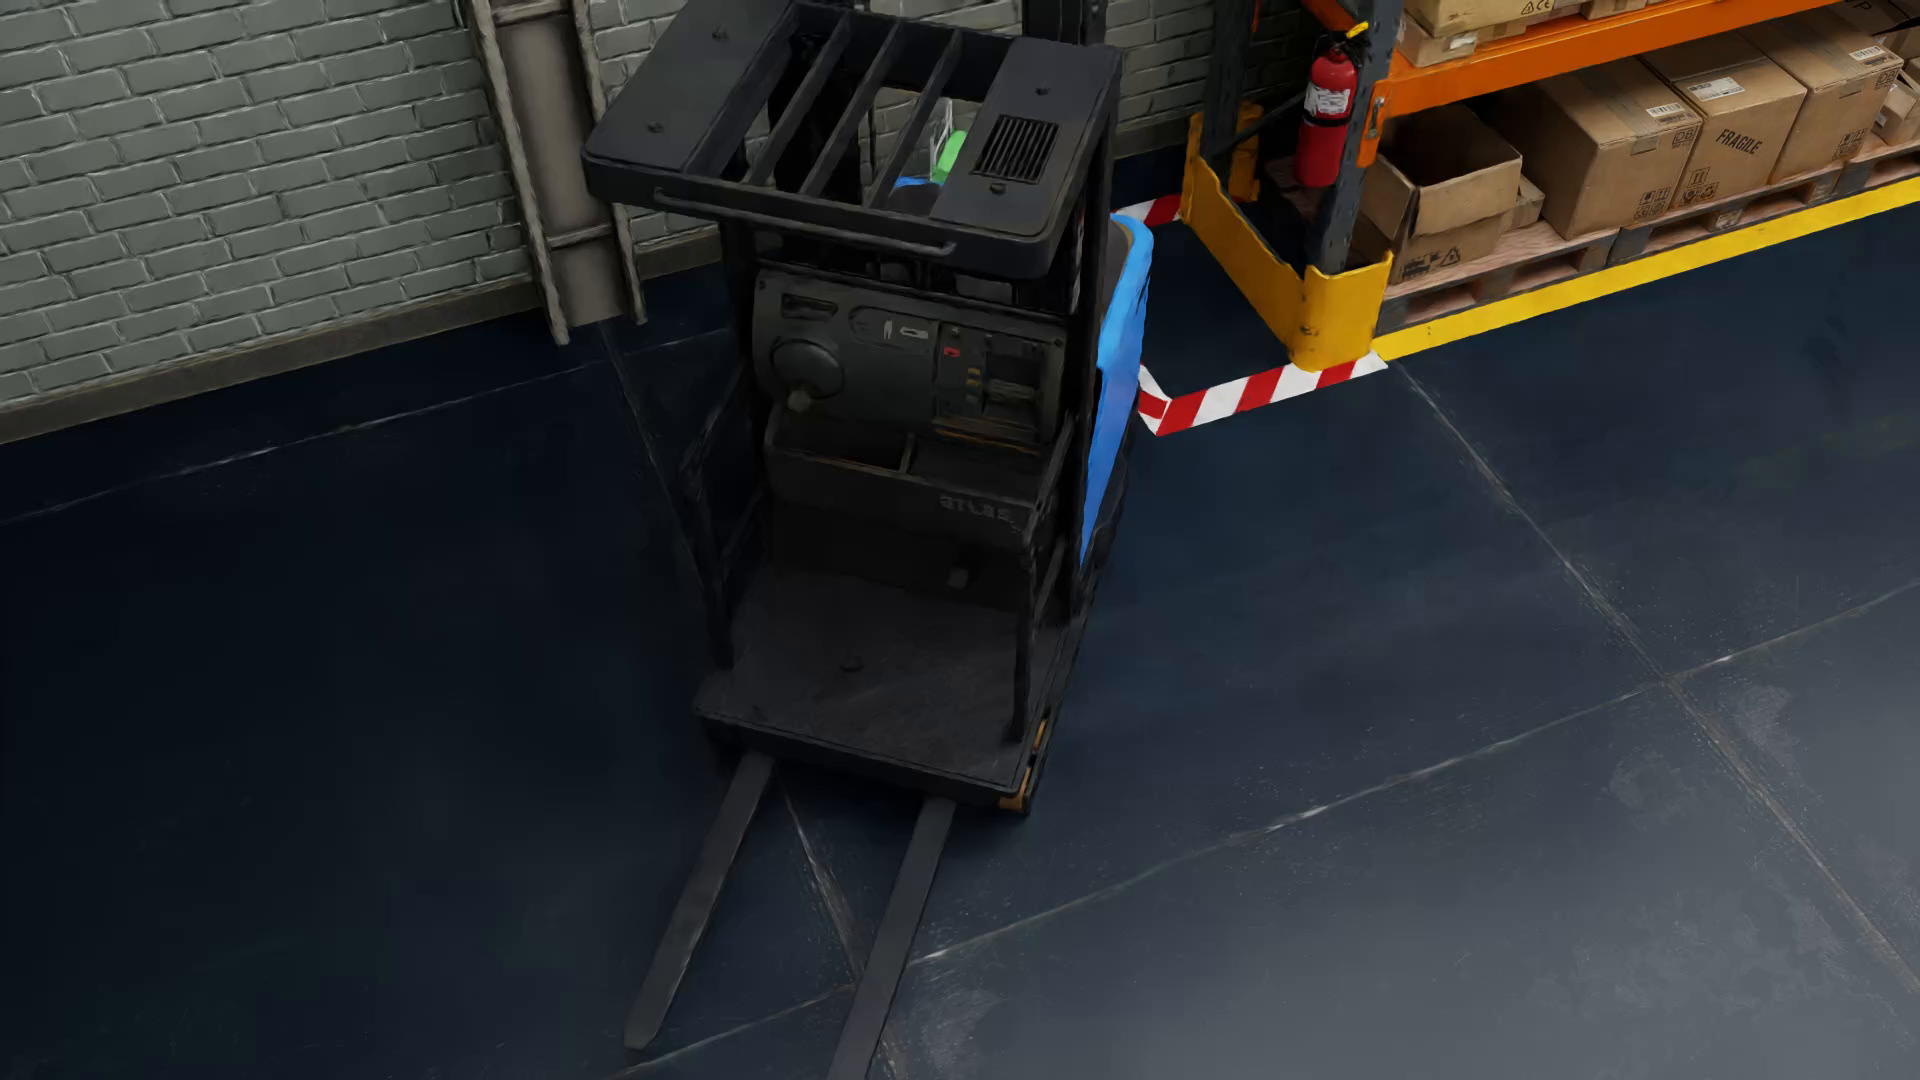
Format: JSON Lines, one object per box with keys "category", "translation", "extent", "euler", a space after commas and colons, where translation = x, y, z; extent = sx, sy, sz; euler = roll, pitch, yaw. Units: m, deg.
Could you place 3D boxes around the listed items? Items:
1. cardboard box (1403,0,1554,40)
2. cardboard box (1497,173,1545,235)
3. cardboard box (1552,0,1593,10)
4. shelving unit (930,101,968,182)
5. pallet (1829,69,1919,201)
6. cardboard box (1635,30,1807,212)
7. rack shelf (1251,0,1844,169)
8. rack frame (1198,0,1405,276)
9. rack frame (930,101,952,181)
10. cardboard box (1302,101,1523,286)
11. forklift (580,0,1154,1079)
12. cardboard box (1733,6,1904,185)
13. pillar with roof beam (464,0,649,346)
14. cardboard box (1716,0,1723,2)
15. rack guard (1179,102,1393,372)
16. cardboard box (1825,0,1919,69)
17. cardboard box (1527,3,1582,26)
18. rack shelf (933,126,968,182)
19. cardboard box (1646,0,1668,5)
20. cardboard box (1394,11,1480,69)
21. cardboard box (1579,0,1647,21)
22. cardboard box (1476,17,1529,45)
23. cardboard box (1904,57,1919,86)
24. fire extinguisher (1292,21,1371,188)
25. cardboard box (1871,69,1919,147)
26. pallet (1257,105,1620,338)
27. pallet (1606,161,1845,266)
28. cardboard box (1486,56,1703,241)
{"category": "cardboard box", "translation": [1.800, -2.080, 5.962], "extent": [0.500, 0.250, 0.500], "euler": [-17, 51, -14]}
{"category": "cardboard box", "translation": [2.288, -1.502, 7.165], "extent": [0.250, 0.149, 0.380], "euler": [-19, 52, -16]}
{"category": "cardboard box", "translation": [2.266, -2.225, 6.086], "extent": [0.500, 0.250, 0.500], "euler": [-17, 51, -14]}
{"category": "shelving unit", "translation": [0.167, -1.066, 6.374], "extent": [0.503, 1.200, 0.258], "euler": [12, 50, 10]}
{"category": "pallet", "translation": [4.345, -2.133, 7.943], "extent": [1.213, 0.211, 1.003], "euler": [-17, 52, -14]}
{"category": "cardboard box", "translation": [3.213, -1.821, 7.208], "extent": [0.500, 0.500, 0.500], "euler": [-16, 51, -14]}
{"category": "rack shelf", "translation": [3.129, -2.430, 6.834], "extent": [4.000, 0.370, 1.077], "euler": [-17, 52, -14]}
{"category": "rack frame", "translation": [1.278, -2.091, 6.068], "extent": [0.127, 3.000, 1.000], "euler": [-17, 52, -14]}
{"category": "rack frame", "translation": [-0.068, -1.116, 6.418], "extent": [0.015, 1.200, 0.240], "euler": [12, 50, 10]}
{"category": "cardboard box", "translation": [1.880, -1.523, 6.950], "extent": [0.637, 0.503, 0.797], "euler": [-19, 52, -16]}
{"category": "forklift", "translation": [-0.213, -0.403, 4.664], "extent": [1.130, 2.935, 3.031], "euler": [13, 51, 11]}
{"category": "cardboard box", "translation": [3.647, -2.038, 7.394], "extent": [0.500, 0.500, 0.700], "euler": [-19, 52, -16]}
{"category": "pillar with roof beam", "translation": [0.069, -0.881, 1.075], "extent": [0.400, 9.000, 9.100], "euler": [-17, 52, -14]}
{"category": "cardboard box", "translation": [2.897, -2.245, 6.367], "extent": [0.250, 0.149, 0.380], "euler": [-19, 52, -15]}
{"category": "rack guard", "translation": [1.348, -1.298, 7.035], "extent": [0.348, 0.500, 1.175], "euler": [-17, 52, -14]}
{"category": "cardboard box", "translation": [4.280, -2.475, 7.894], "extent": [0.500, 0.311, 0.500], "euler": [-16, 51, -13]}
{"category": "cardboard box", "translation": [2.134, -2.116, 6.255], "extent": [0.250, 0.149, 0.380], "euler": [-18, 52, -15]}
{"category": "rack shelf", "translation": [0.167, -1.337, 6.059], "extent": [0.480, 0.148, 0.258], "euler": [12, 50, 10]}
{"category": "cardboard box", "translation": [2.635, -2.225, 6.350], "extent": [0.250, 0.149, 0.380], "euler": [-16, 51, -14]}
{"category": "cardboard box", "translation": [1.686, -1.911, 6.079], "extent": [0.250, 0.149, 0.380], "euler": [-18, 52, -15]}
{"category": "cardboard box", "translation": [2.391, -2.145, 6.281], "extent": [0.250, 0.149, 0.380], "euler": [-16, 51, -13]}
{"category": "cardboard box", "translation": [1.904, -2.016, 6.170], "extent": [0.250, 0.149, 0.380], "euler": [-16, 51, -13]}
{"category": "cardboard box", "translation": [4.576, -2.080, 7.662], "extent": [0.250, 0.149, 0.380], "euler": [-19, 52, -15]}
{"category": "fire extinguisher", "translation": [1.316, -1.577, 5.924], "extent": [0.183, 0.674, 0.296], "euler": [-17, 52, -14]}
{"category": "cardboard box", "translation": [4.246, -2.016, 7.529], "extent": [0.258, 0.266, 0.396], "euler": [-16, 51, -13]}
{"category": "pallet", "translation": [2.086, -1.433, 7.342], "extent": [1.213, 0.211, 1.003], "euler": [-17, 52, -14]}
{"category": "pallet", "translation": [3.214, -1.780, 7.640], "extent": [1.213, 0.211, 1.003], "euler": [-17, 52, -14]}
{"category": "cardboard box", "translation": [2.686, -1.740, 7.138], "extent": [0.500, 0.500, 0.700], "euler": [-15, 51, -13]}
